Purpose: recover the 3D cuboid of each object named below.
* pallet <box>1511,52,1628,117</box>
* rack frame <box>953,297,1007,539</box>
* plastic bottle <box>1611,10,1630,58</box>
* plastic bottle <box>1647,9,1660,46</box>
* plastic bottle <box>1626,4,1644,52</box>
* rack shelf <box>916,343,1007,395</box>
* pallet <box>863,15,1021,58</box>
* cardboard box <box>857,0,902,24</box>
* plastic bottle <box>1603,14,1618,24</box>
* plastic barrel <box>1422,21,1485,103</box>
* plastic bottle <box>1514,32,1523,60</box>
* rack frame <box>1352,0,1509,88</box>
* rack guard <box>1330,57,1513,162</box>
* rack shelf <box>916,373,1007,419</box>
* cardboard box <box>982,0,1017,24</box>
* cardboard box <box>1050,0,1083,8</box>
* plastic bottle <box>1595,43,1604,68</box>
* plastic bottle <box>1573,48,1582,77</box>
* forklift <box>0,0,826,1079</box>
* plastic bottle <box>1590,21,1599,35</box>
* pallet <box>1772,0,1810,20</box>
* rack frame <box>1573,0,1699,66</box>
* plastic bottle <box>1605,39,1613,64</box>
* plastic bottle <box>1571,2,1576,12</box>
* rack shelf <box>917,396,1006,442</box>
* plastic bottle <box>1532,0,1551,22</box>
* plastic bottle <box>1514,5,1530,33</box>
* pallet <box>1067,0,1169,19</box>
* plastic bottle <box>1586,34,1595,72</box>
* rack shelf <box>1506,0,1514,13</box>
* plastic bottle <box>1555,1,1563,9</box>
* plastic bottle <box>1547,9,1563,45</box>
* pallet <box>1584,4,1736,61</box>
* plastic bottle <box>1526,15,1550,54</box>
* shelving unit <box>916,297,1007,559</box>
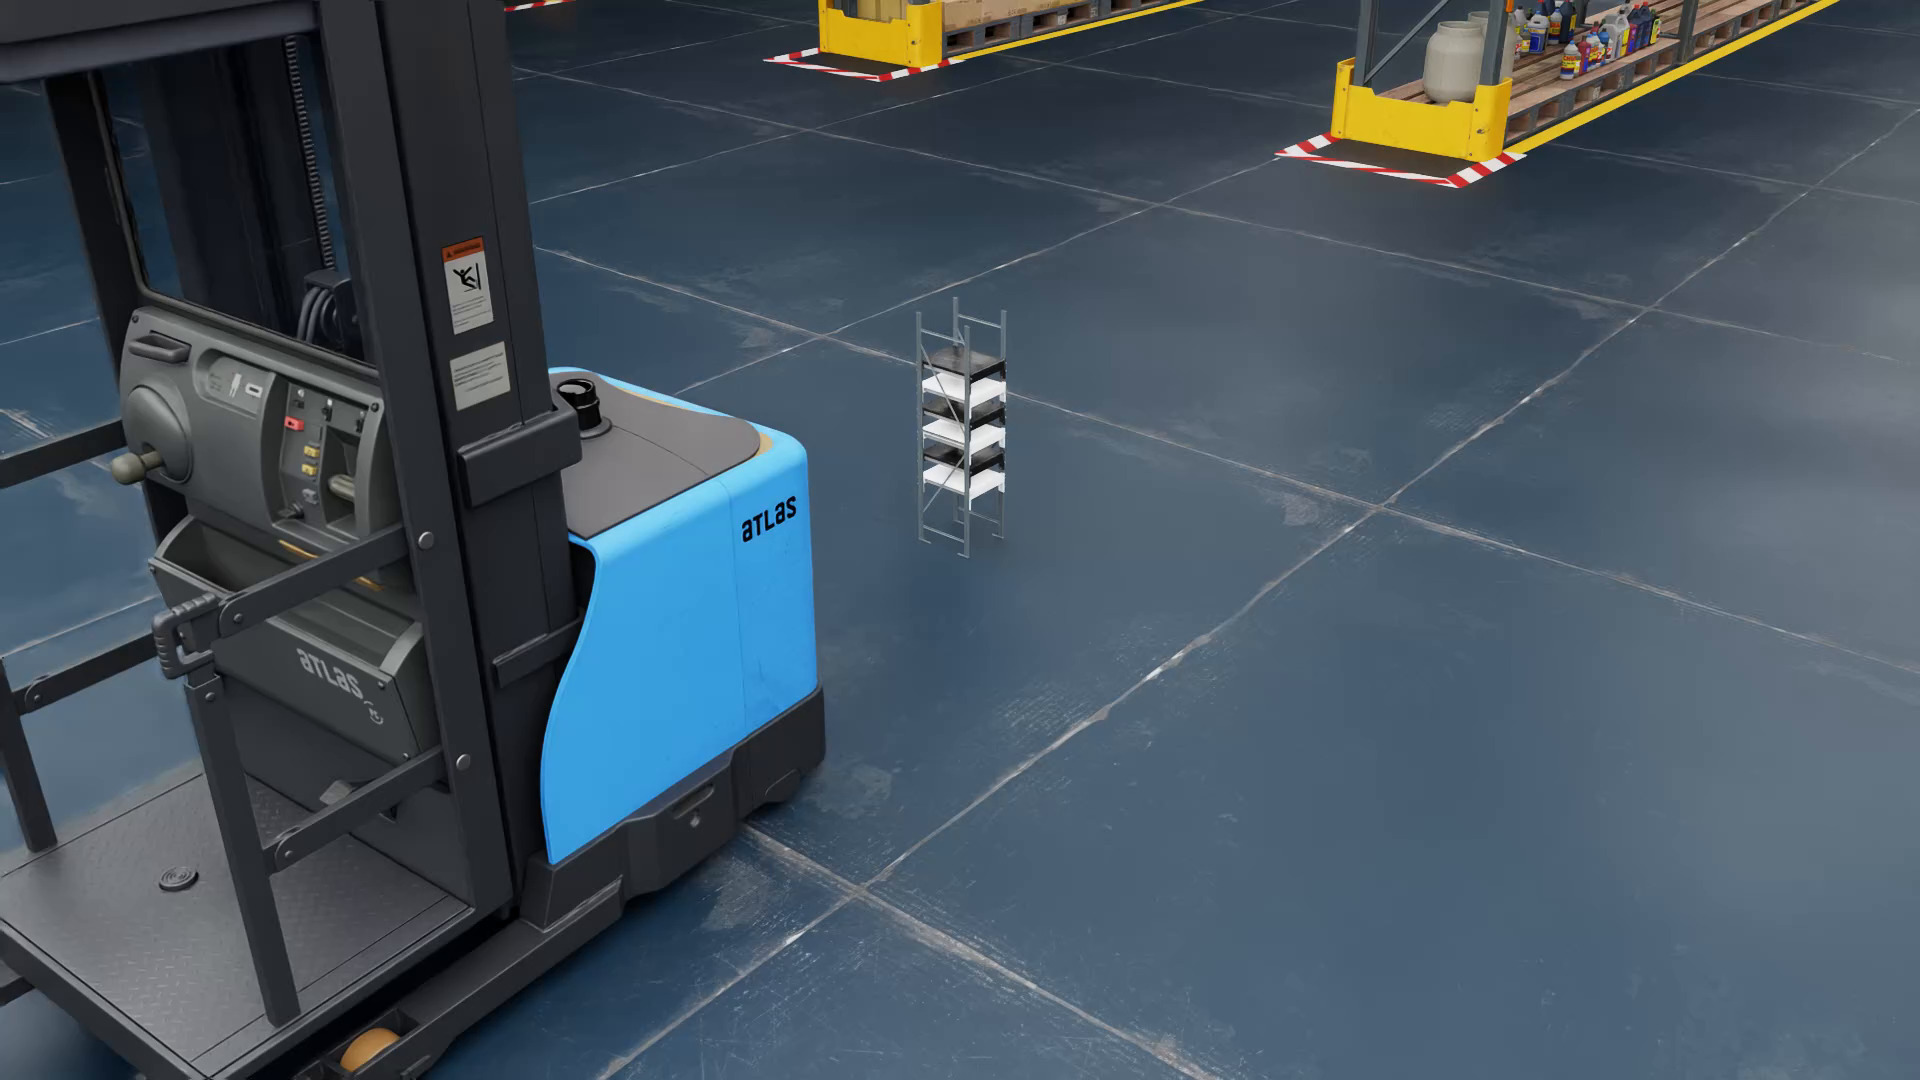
[{"bbox_3d":[4.459,-3.565,12.912,1.003,0.211,1.213,21,34,34],"label":"pallet"},{"bbox_3d":[0.070,-0.439,6.118,0.240,0.900,0.006,21,34,34],"label":"rack frame"},{"bbox_3d":[5.179,-3.988,13.099,0.144,0.351,0.185,21,34,34],"label":"plastic bottle"},{"bbox_3d":[5.642,-4.186,13.555,0.061,0.283,0.133,23,35,37],"label":"plastic bottle"},{"bbox_3d":[5.384,-4.103,13.320,0.144,0.351,0.185,19,33,32],"label":"plastic bottle"},{"bbox_3d":[0.005,-0.613,5.940,0.258,0.077,0.200,21,34,34],"label":"rack shelf"},{"bbox_3d":[-0.216,-4.540,14.796,1.003,0.211,1.213,21,34,34],"label":"pallet"},{"bbox_3d":[-0.557,-4.737,14.678,0.500,0.250,0.500,21,34,34],"label":"cardboard box"},{"bbox_3d":[5.254,-4.104,13.404,0.152,0.276,0.135,21,34,34],"label":"plastic bottle"},{"bbox_3d":[3.509,-3.383,11.776,0.421,0.512,0.421,0,27,0],"label":"plastic barrel"},{"bbox_3d":[4.357,-3.879,13.050,0.097,0.201,0.097,0,27,0],"label":"plastic bottle"},{"bbox_3d":[3.149,-4.046,10.807,1.000,3.000,0.127,21,34,34],"label":"rack frame"},{"bbox_3d":[3.162,-2.977,11.460,1.175,0.500,0.348,21,34,34],"label":"rack guard"},{"bbox_3d":[0.005,-0.533,5.981,0.258,0.077,0.200,21,34,34],"label":"rack shelf"},{"bbox_3d":[0.158,-4.764,14.730,0.500,0.250,0.500,21,34,34],"label":"cardboard box"},{"bbox_3d":[0.798,-5.117,15.412,0.500,0.250,0.500,21,34,34],"label":"cardboard box"},{"bbox_3d":[4.888,-3.743,12.787,0.097,0.201,0.097,0,27,0],"label":"plastic bottle"},{"bbox_3d":[4.609,-3.587,12.486,0.097,0.201,0.097,0,27,0],"label":"plastic bottle"},{"bbox_3d":[-1.669,-0.204,3.455,1.130,2.935,3.031,19,33,32],"label":"forklift"},{"bbox_3d":[4.990,-3.933,13.065,0.061,0.283,0.133,21,34,34],"label":"plastic bottle"},{"bbox_3d":[7.715,-5.381,16.421,1.003,0.211,1.213,21,34,34],"label":"pallet"},{"bbox_3d":[5.694,-5.464,13.548,1.000,3.000,0.127,21,34,34],"label":"rack frame"},{"bbox_3d":[5.019,-3.815,12.928,0.097,0.201,0.097,0,27,0],"label":"plastic bottle"},{"bbox_3d":[5.051,-4.315,13.804,0.061,0.283,0.133,21,34,34],"label":"plastic bottle"},{"bbox_3d":[0.005,-0.453,6.023,0.258,0.077,0.200,21,34,34],"label":"rack shelf"},{"bbox_3d":[4.740,-4.251,13.608,0.144,0.351,0.185,19,33,32],"label":"plastic bottle"},{"bbox_3d":[4.470,-4.101,13.316,0.144,0.351,0.185,20,34,34],"label":"plastic bottle"},{"bbox_3d":[1.336,-5.405,16.469,1.003,0.211,1.213,21,34,34],"label":"pallet"},{"bbox_3d":[4.761,-3.703,12.634,0.097,0.271,0.097,0,27,0],"label":"plastic bottle"},{"bbox_3d":[4.422,-4.436,12.343,1.077,0.370,4.000,21,34,34],"label":"rack shelf"},{"bbox_3d":[4.968,-4.343,13.865,0.152,0.276,0.135,22,35,36],"label":"plastic bottle"},{"bbox_3d":[4.861,-4.196,13.588,0.097,0.271,0.097,0,27,0],"label":"plastic bottle"},{"bbox_3d":[6.163,-4.516,14.749,1.003,0.211,1.213,21,34,34],"label":"pallet"},{"bbox_3d":[4.600,-4.033,13.267,0.152,0.276,0.135,21,34,34],"label":"plastic bottle"},{"bbox_3d":[0.005,-0.403,6.049,0.258,0.900,0.210,21,34,34],"label":"shelving unit"}]
